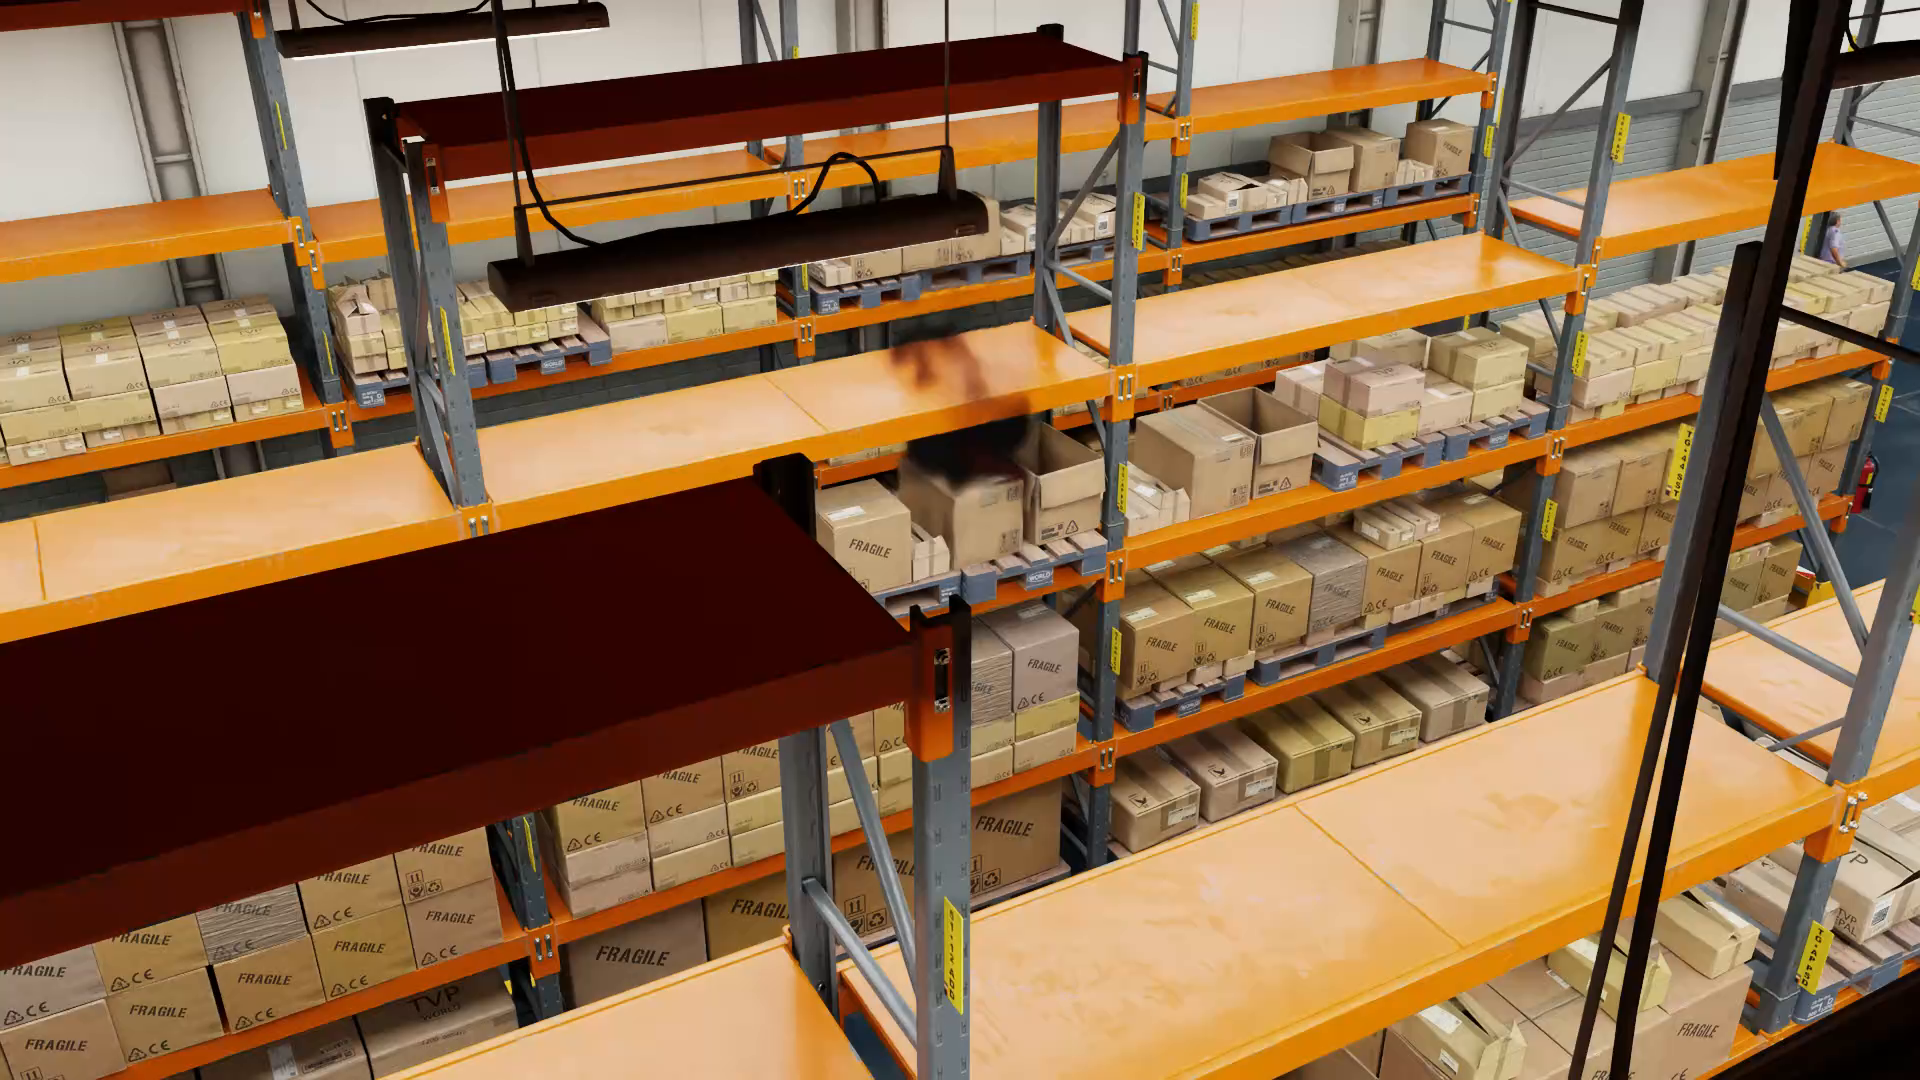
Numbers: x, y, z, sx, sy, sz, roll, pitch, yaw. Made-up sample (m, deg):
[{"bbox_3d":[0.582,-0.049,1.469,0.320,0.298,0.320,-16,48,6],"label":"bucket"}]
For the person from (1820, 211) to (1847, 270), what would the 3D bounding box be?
[{"bbox_3d":[11.346,-3.505,21.910,0.614,1.654,0.641,-11,30,-20],"label":"person"}]
